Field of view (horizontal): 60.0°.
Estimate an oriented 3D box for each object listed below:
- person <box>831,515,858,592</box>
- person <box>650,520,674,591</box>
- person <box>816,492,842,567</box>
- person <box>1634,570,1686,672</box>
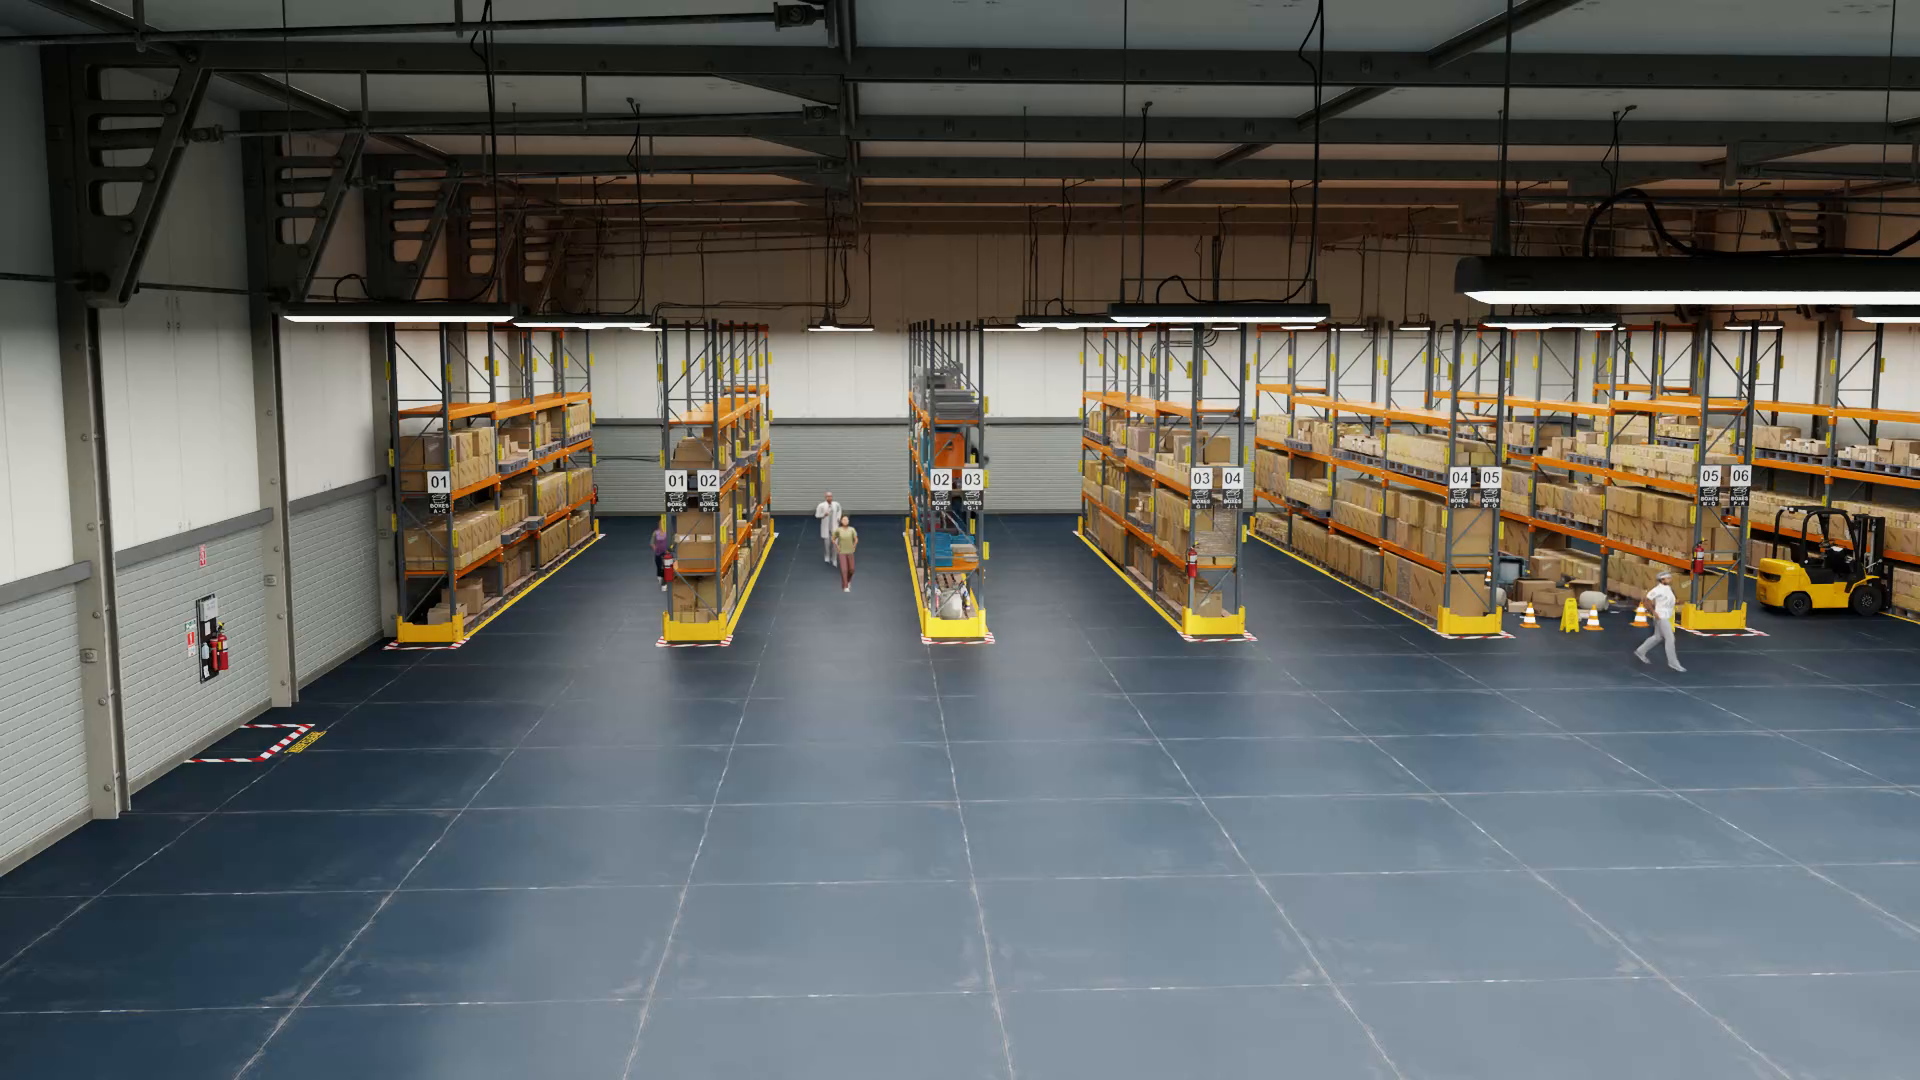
[{"bbox_3d":[-2.430,0.278,35.199,0.578,1.631,0.519,-2,7,-13],"label":"person"},{"bbox_3d":[-6.704,0.324,37.429,0.525,1.582,0.822,-1,7,-12],"label":"person"},{"bbox_3d":[-3.257,-0.278,41.425,0.692,1.841,0.842,-2,7,-13],"label":"person"},{"bbox_3d":[12.037,1.353,28.475,0.876,1.710,0.568,6,9,39],"label":"person"}]
